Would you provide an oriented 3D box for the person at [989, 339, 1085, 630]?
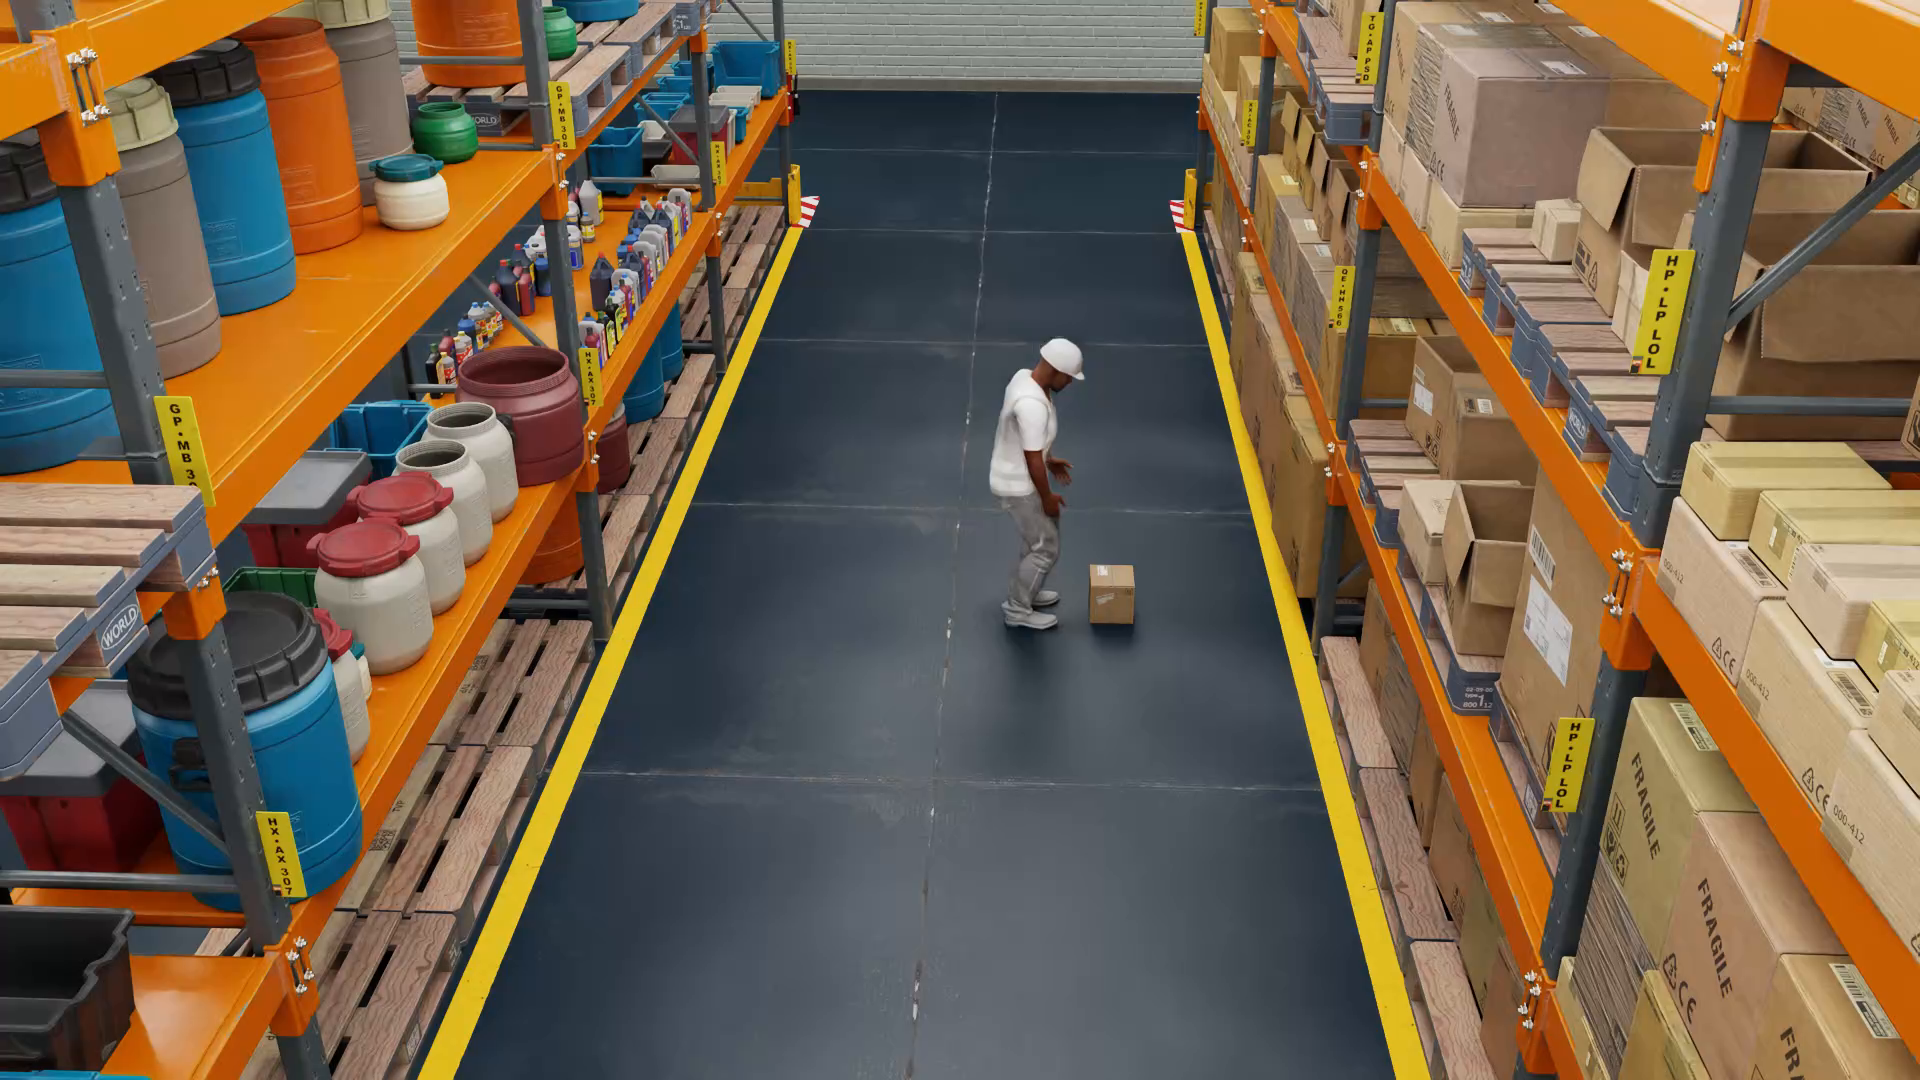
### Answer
[{"bbox_3d":[0.422,-0.336,9.325,0.511,1.682,0.602,2,28,3],"label":"person"}]
